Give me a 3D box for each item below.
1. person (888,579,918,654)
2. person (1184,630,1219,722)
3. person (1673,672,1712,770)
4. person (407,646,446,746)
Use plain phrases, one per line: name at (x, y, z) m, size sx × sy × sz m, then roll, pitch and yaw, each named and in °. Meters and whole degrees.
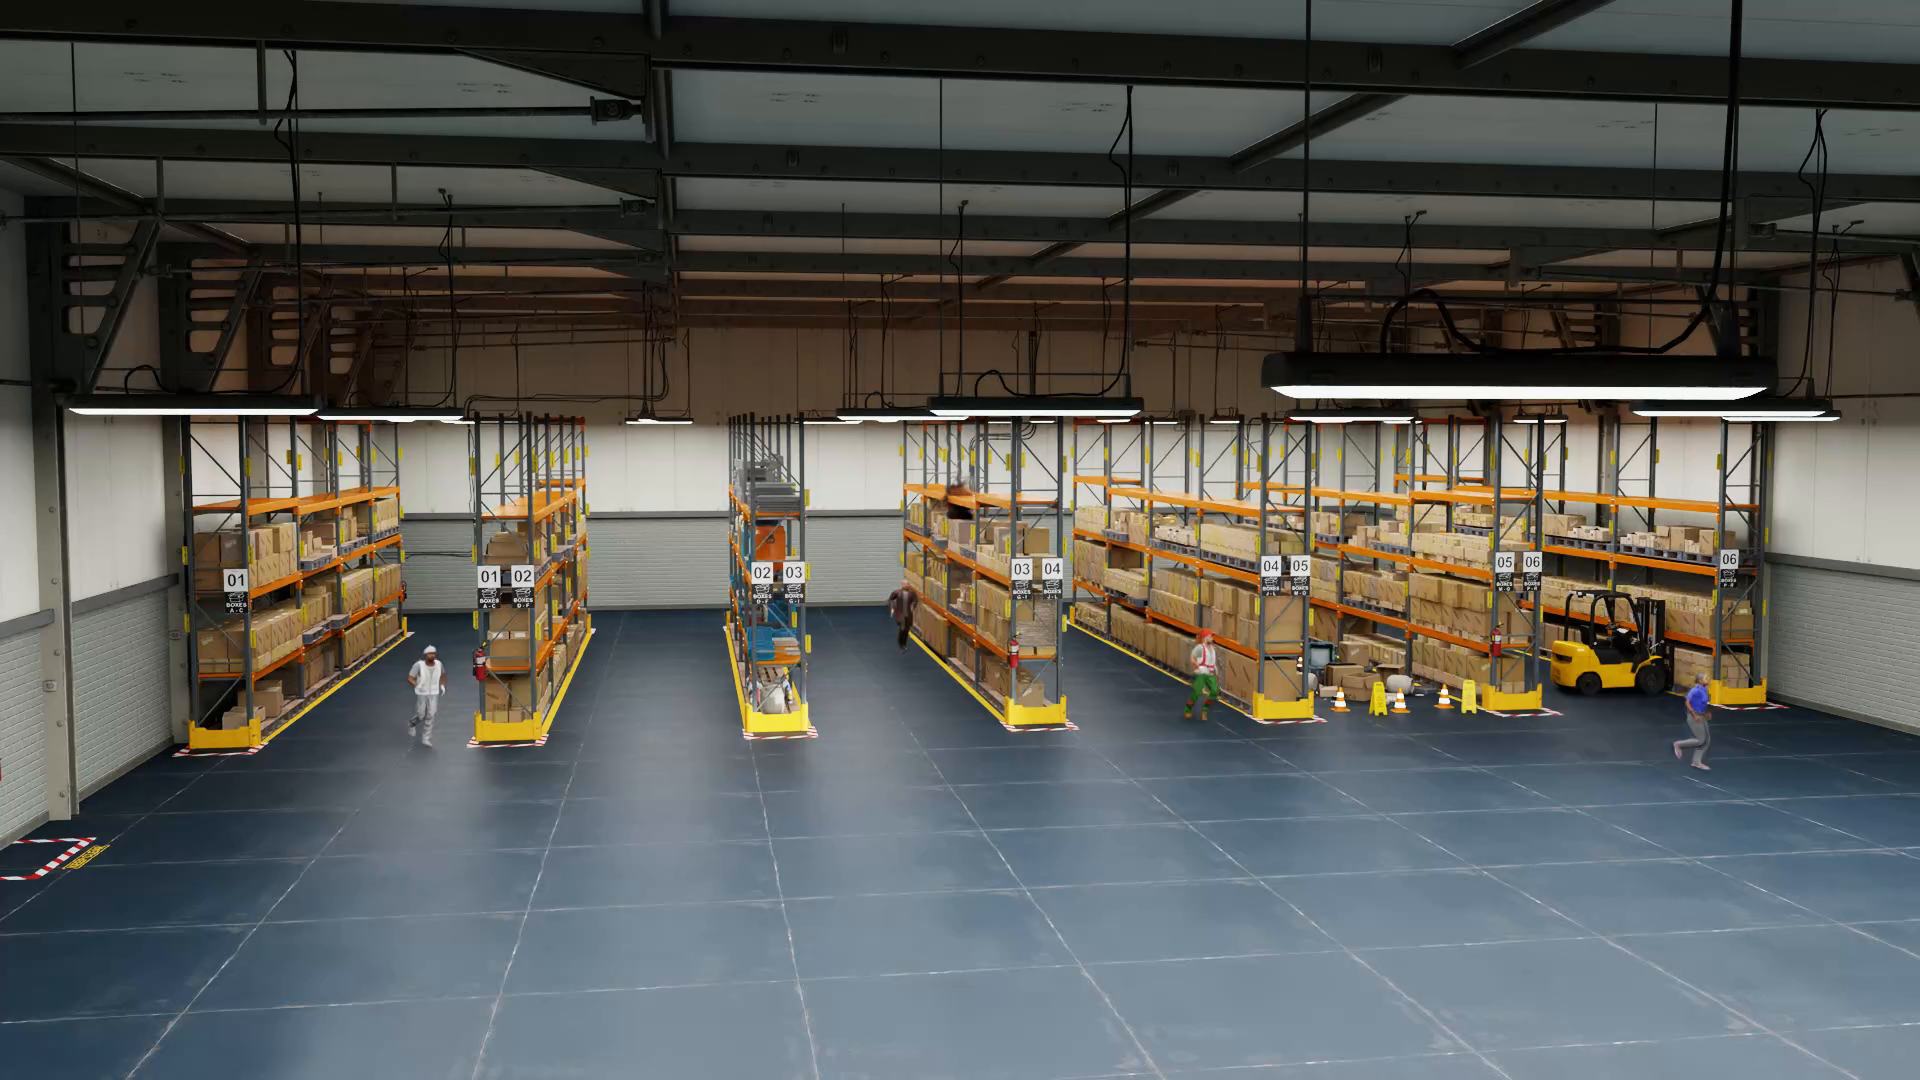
person at (-1.337, 1.846, 40.045) m, size 0.678 × 1.803 × 0.802 m, roll -1°, pitch 4°, yaw -16°
person at (4.788, 2.646, 32.462) m, size 0.719 × 1.785 × 0.666 m, roll -2°, pitch 4°, yaw -29°
person at (12.366, 3.024, 28.017) m, size 0.580 × 1.620 × 0.595 m, roll 3°, pitch 5°, yaw 39°
person at (-9.661, 2.806, 30.191) m, size 0.721 × 1.772 × 0.783 m, roll -3°, pitch 5°, yaw -38°
